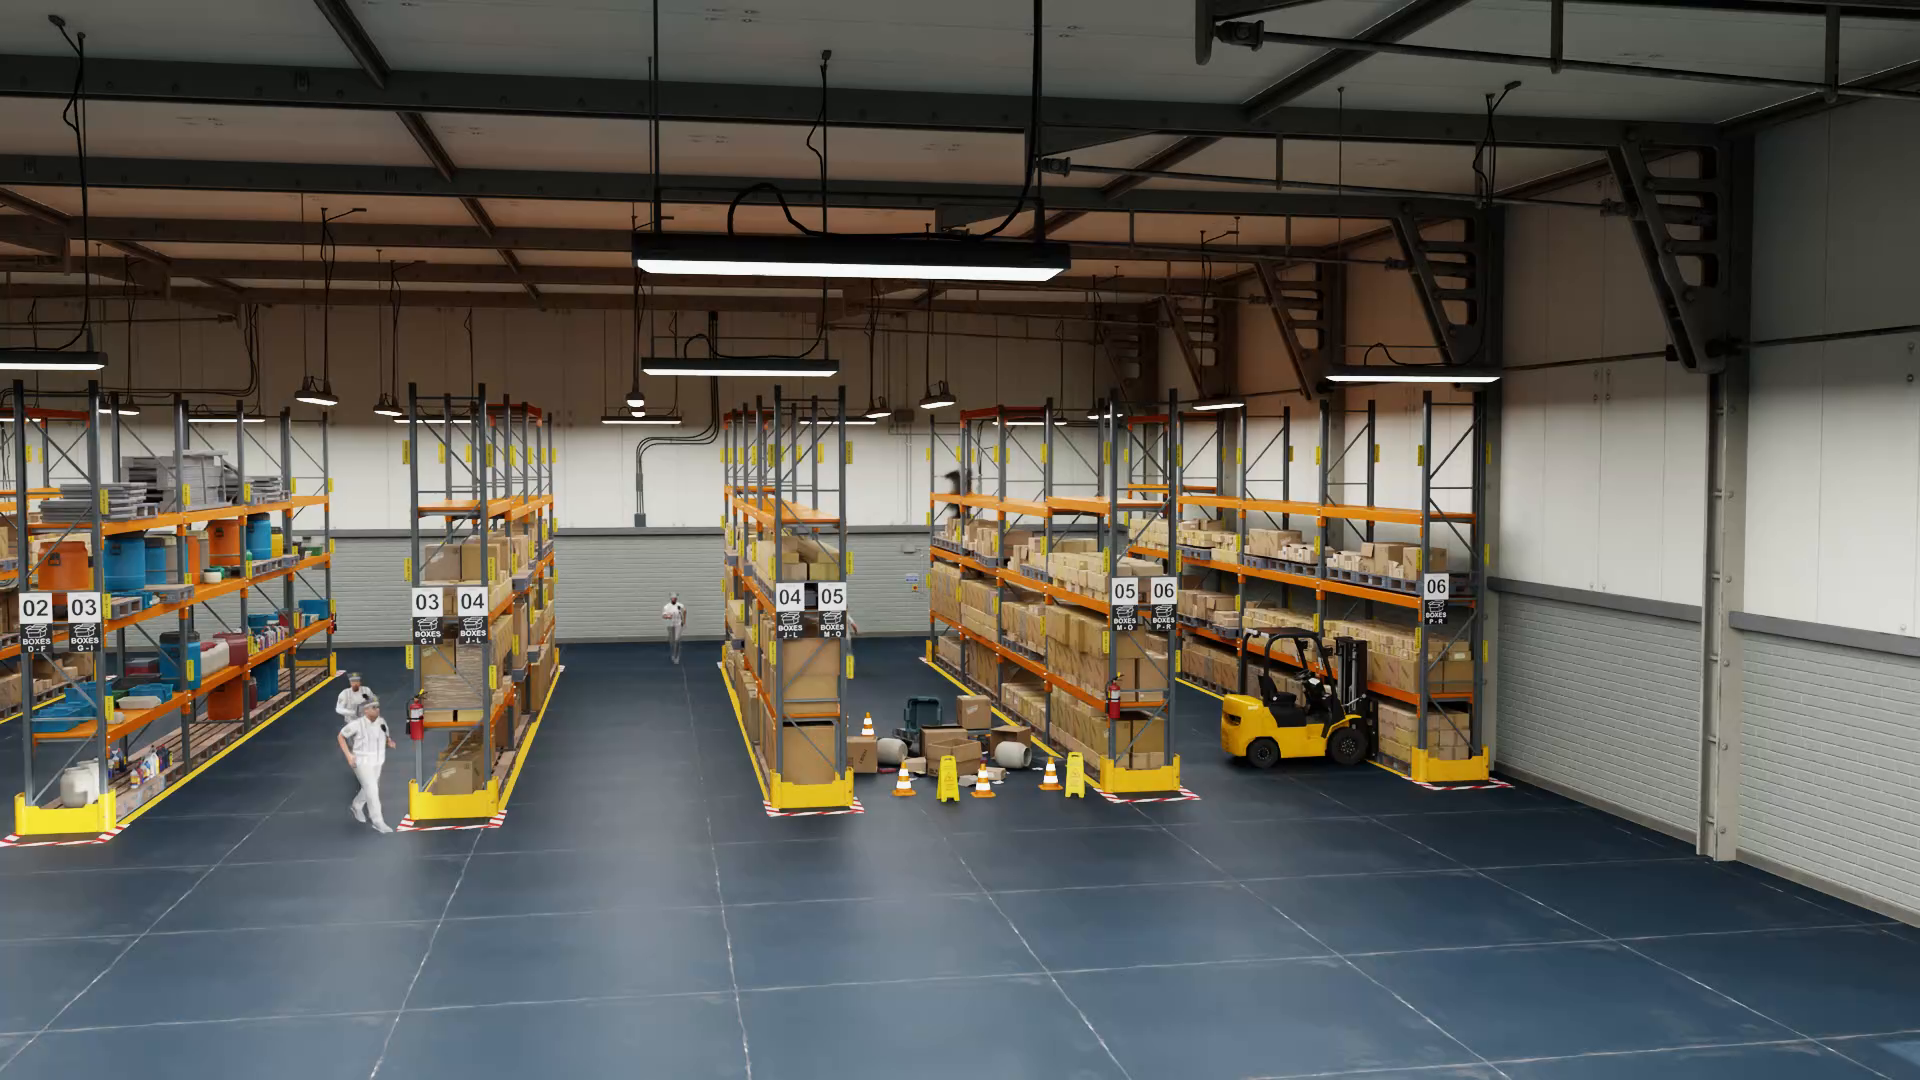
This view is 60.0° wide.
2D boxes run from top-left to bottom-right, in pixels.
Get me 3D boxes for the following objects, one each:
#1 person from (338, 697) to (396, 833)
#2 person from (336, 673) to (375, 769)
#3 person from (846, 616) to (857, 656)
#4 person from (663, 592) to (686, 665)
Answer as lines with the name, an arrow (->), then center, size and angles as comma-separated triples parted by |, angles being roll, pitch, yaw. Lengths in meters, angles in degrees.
person -> -7.917, 2.973, 22.218 | 0.983, 1.775, 0.680 | 2, 3, 31
person -> -9.425, 2.860, 25.977 | 0.604, 1.658, 0.939 | -1, 3, -21
person -> -2.718, 2.279, 38.605 | 0.642, 1.581, 0.535 | 0, 3, -3
person -> -6.900, 2.124, 40.166 | 0.523, 1.750, 0.847 | 0, 3, -2
